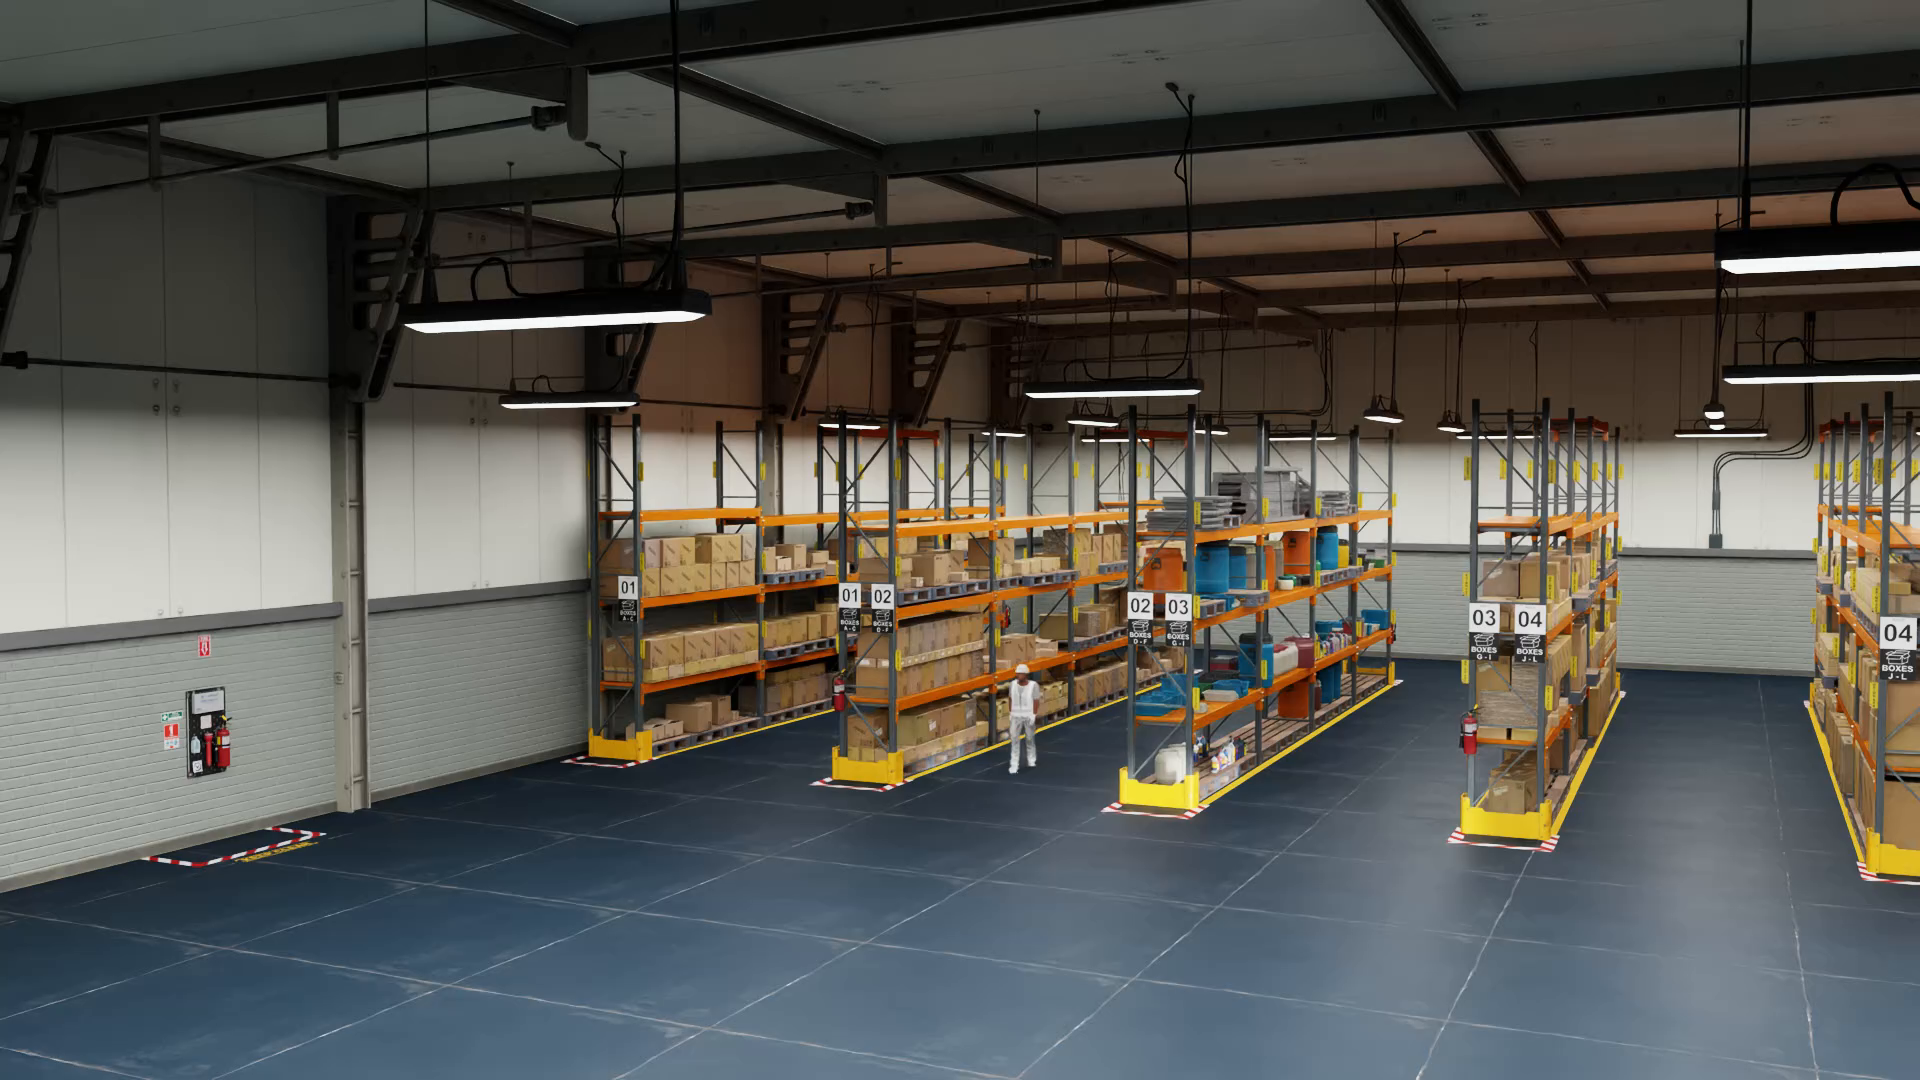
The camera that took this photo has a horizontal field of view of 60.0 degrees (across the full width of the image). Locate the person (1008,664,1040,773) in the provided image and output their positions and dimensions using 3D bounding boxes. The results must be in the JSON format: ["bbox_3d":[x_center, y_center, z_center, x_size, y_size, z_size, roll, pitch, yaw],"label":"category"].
[{"bbox_3d":[1.043,2.956,27.791,0.573,1.749,0.902,1,2,17],"label":"person"}]
